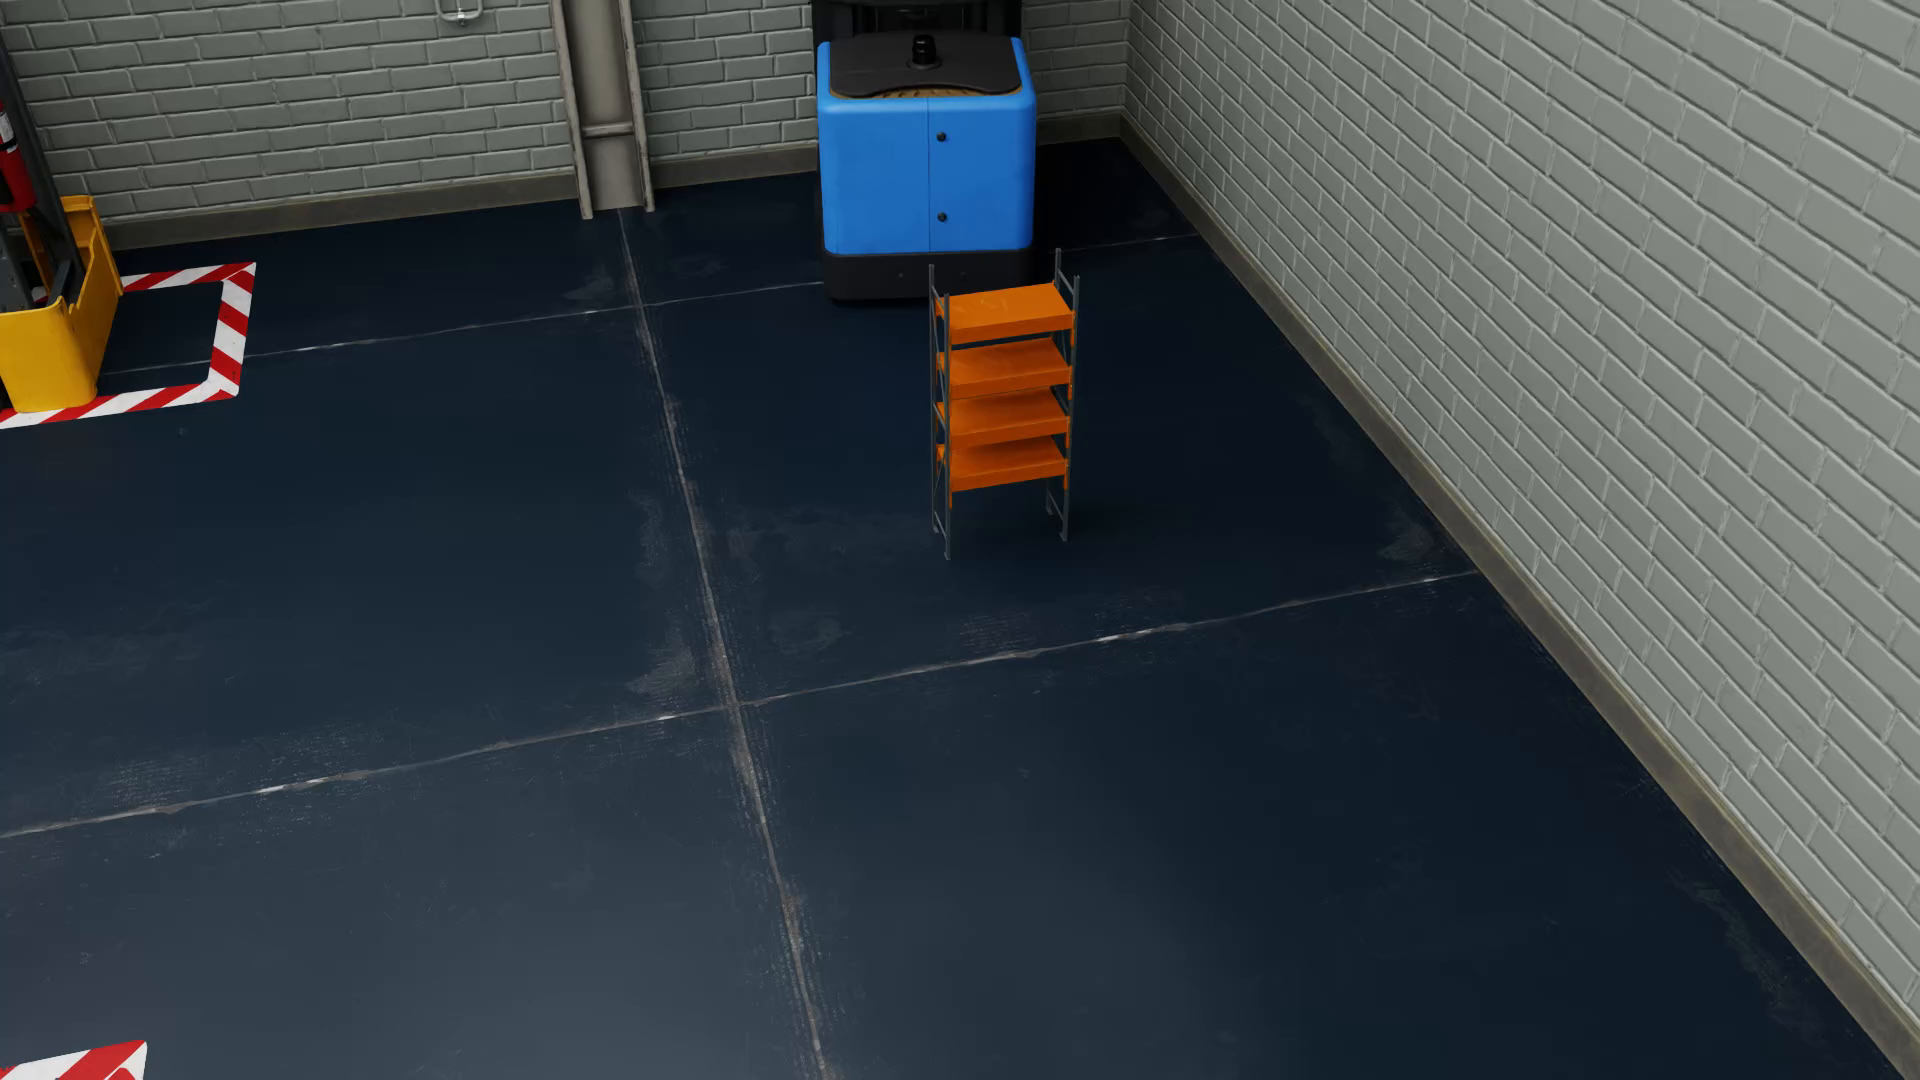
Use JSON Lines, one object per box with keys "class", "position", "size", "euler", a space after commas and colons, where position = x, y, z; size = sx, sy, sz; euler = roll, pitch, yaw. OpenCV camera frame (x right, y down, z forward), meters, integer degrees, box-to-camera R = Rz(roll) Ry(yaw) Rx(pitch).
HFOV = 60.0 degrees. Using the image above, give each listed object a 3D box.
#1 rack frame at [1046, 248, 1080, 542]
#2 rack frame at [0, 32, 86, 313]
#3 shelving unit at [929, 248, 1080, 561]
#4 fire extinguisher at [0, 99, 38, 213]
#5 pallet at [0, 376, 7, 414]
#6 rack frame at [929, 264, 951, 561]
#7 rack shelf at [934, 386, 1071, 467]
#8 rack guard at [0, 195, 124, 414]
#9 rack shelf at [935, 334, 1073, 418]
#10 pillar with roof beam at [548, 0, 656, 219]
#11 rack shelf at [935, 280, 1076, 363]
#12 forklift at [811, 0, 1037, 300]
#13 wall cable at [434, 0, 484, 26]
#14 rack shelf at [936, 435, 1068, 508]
{"class": "rack frame", "position": [0.395, -0.541, 6.470], "size": [0.015, 1.200, 0.240], "euler": [-9, 38, -12]}
{"class": "rack frame", "position": [-4.277, -2.118, 7.050], "size": [0.127, 3.000, 1.000], "euler": [-9, 38, -12]}
{"class": "shelving unit", "position": [0.160, -0.503, 6.420], "size": [0.503, 1.200, 0.258], "euler": [-9, 38, -12]}
{"class": "fire extinguisher", "position": [-4.011, -1.693, 6.864], "size": [0.183, 0.674, 0.296], "euler": [-9, 38, -12]}
{"class": "pallet", "position": [-5.028, -0.838, 7.672], "size": [1.213, 0.211, 1.003], "euler": [-9, 38, -12]}
{"class": "rack frame", "position": [-0.076, -0.464, 6.369], "size": [0.015, 1.200, 0.240], "euler": [-9, 38, -12]}
{"class": "rack shelf", "position": [0.160, -0.449, 6.461], "size": [0.480, 0.148, 0.258], "euler": [-9, 38, -12]}
{"class": "rack guard", "position": [-4.253, -1.129, 7.815], "size": [0.348, 0.500, 1.175], "euler": [-9, 38, -12]}
{"class": "rack shelf", "position": [0.160, -0.627, 6.325], "size": [0.480, 0.148, 0.258], "euler": [-9, 38, -12]}
{"class": "pillar with roof beam", "position": [-0.773, -2.911, 3.149], "size": [0.400, 9.000, 9.100], "euler": [-9, 38, -12]}
{"class": "rack shelf", "position": [0.160, -0.815, 6.181], "size": [0.480, 0.148, 0.258], "euler": [-9, 38, -12]}
{"class": "forklift", "position": [-0.242, -3.223, 8.551], "size": [1.130, 2.935, 3.031], "euler": [-2, 37, -3]}
{"class": "wall cable", "position": [-3.287, -3.279, 7.732], "size": [1.851, 1.984, 0.084], "euler": [-9, 38, -12]}
{"class": "rack shelf", "position": [0.160, -0.292, 6.581], "size": [0.480, 0.148, 0.258], "euler": [-9, 38, -12]}
